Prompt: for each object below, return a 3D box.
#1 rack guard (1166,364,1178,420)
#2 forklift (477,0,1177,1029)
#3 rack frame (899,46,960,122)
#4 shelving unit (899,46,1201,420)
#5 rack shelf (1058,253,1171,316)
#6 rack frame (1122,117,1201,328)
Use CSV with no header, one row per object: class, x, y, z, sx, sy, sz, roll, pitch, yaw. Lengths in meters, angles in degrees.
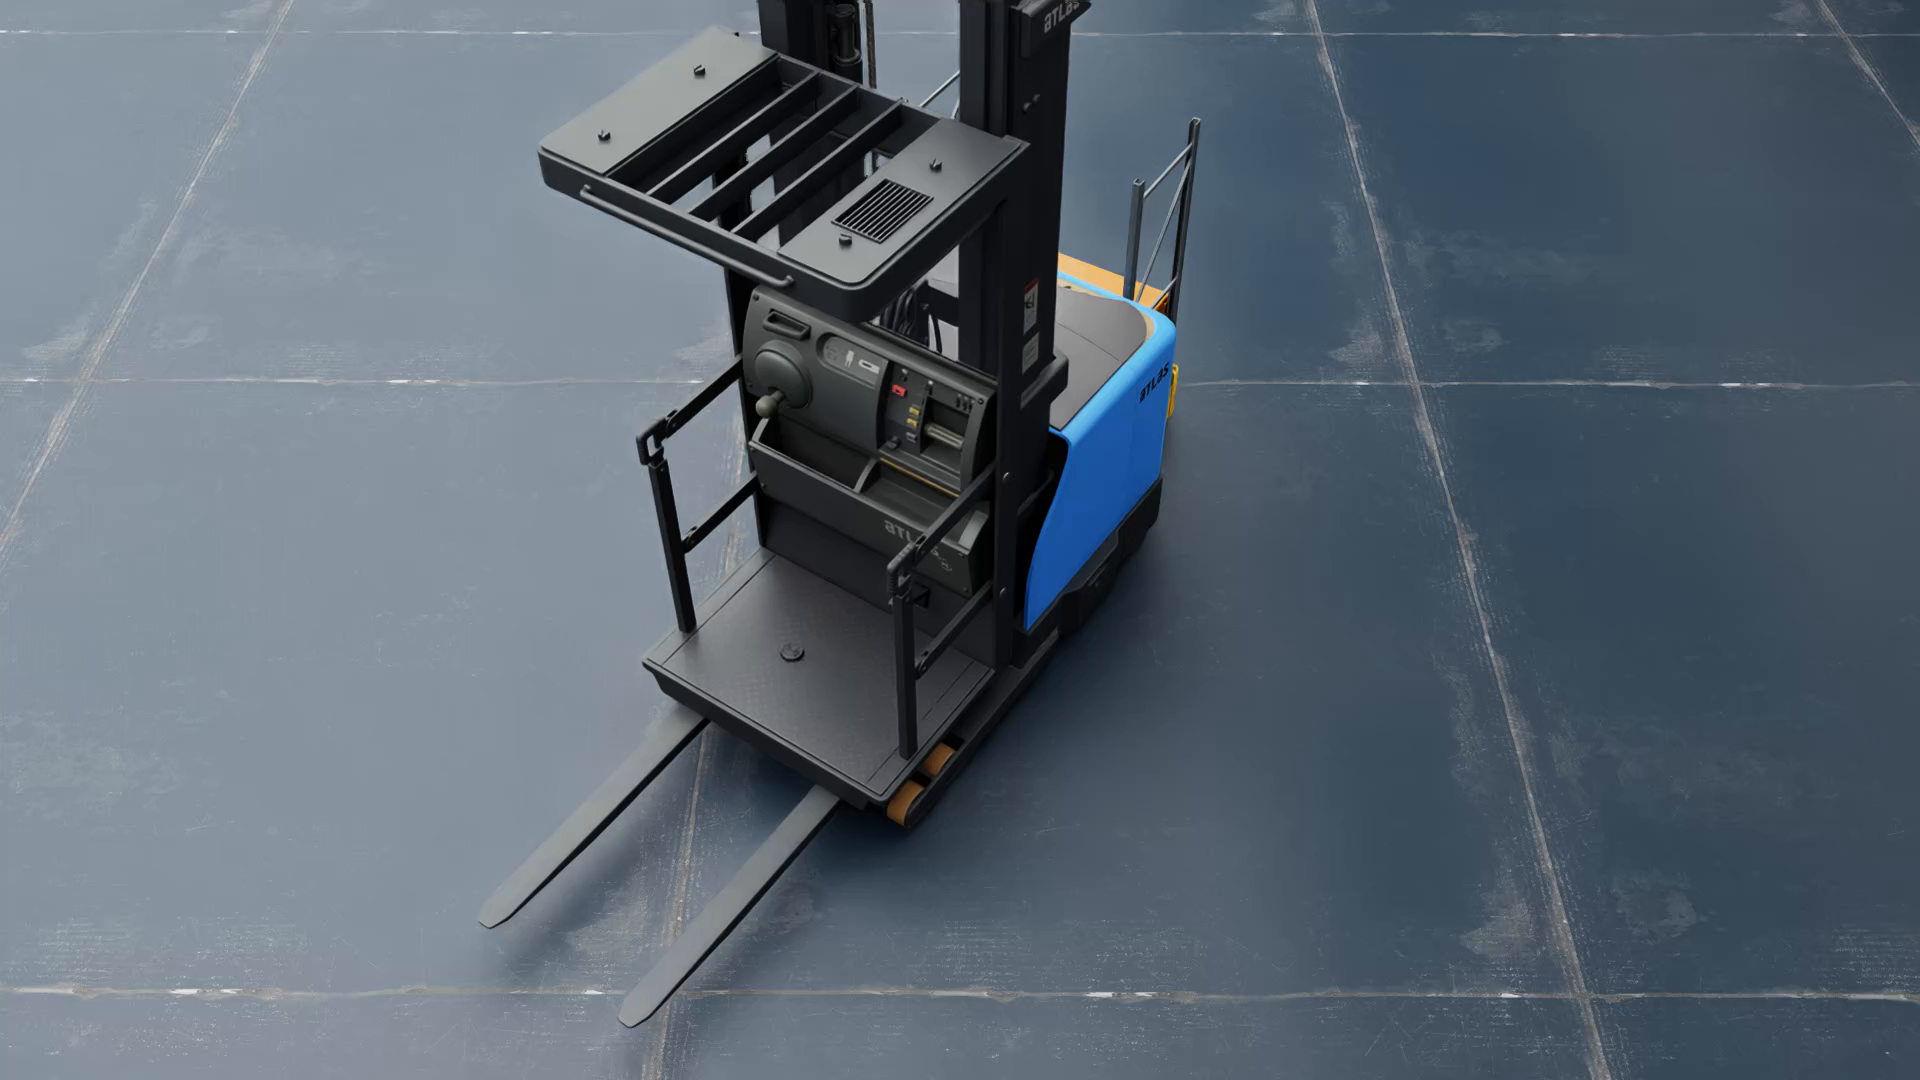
rack guard,0.763,-0.496,7.122,0.087,0.250,0.587,24,52,21
forklift,-0.433,-0.392,5.193,1.130,2.935,3.031,27,53,23
rack frame,-0.101,-1.312,7.028,0.032,1.500,0.500,24,52,21
shelving unit,0.339,-1.114,6.843,1.083,1.500,0.587,24,52,21
rack shelf,0.331,-0.995,6.978,1.000,0.185,0.538,24,52,21
rack frame,0.764,-0.922,6.664,0.032,1.500,0.500,24,52,21
